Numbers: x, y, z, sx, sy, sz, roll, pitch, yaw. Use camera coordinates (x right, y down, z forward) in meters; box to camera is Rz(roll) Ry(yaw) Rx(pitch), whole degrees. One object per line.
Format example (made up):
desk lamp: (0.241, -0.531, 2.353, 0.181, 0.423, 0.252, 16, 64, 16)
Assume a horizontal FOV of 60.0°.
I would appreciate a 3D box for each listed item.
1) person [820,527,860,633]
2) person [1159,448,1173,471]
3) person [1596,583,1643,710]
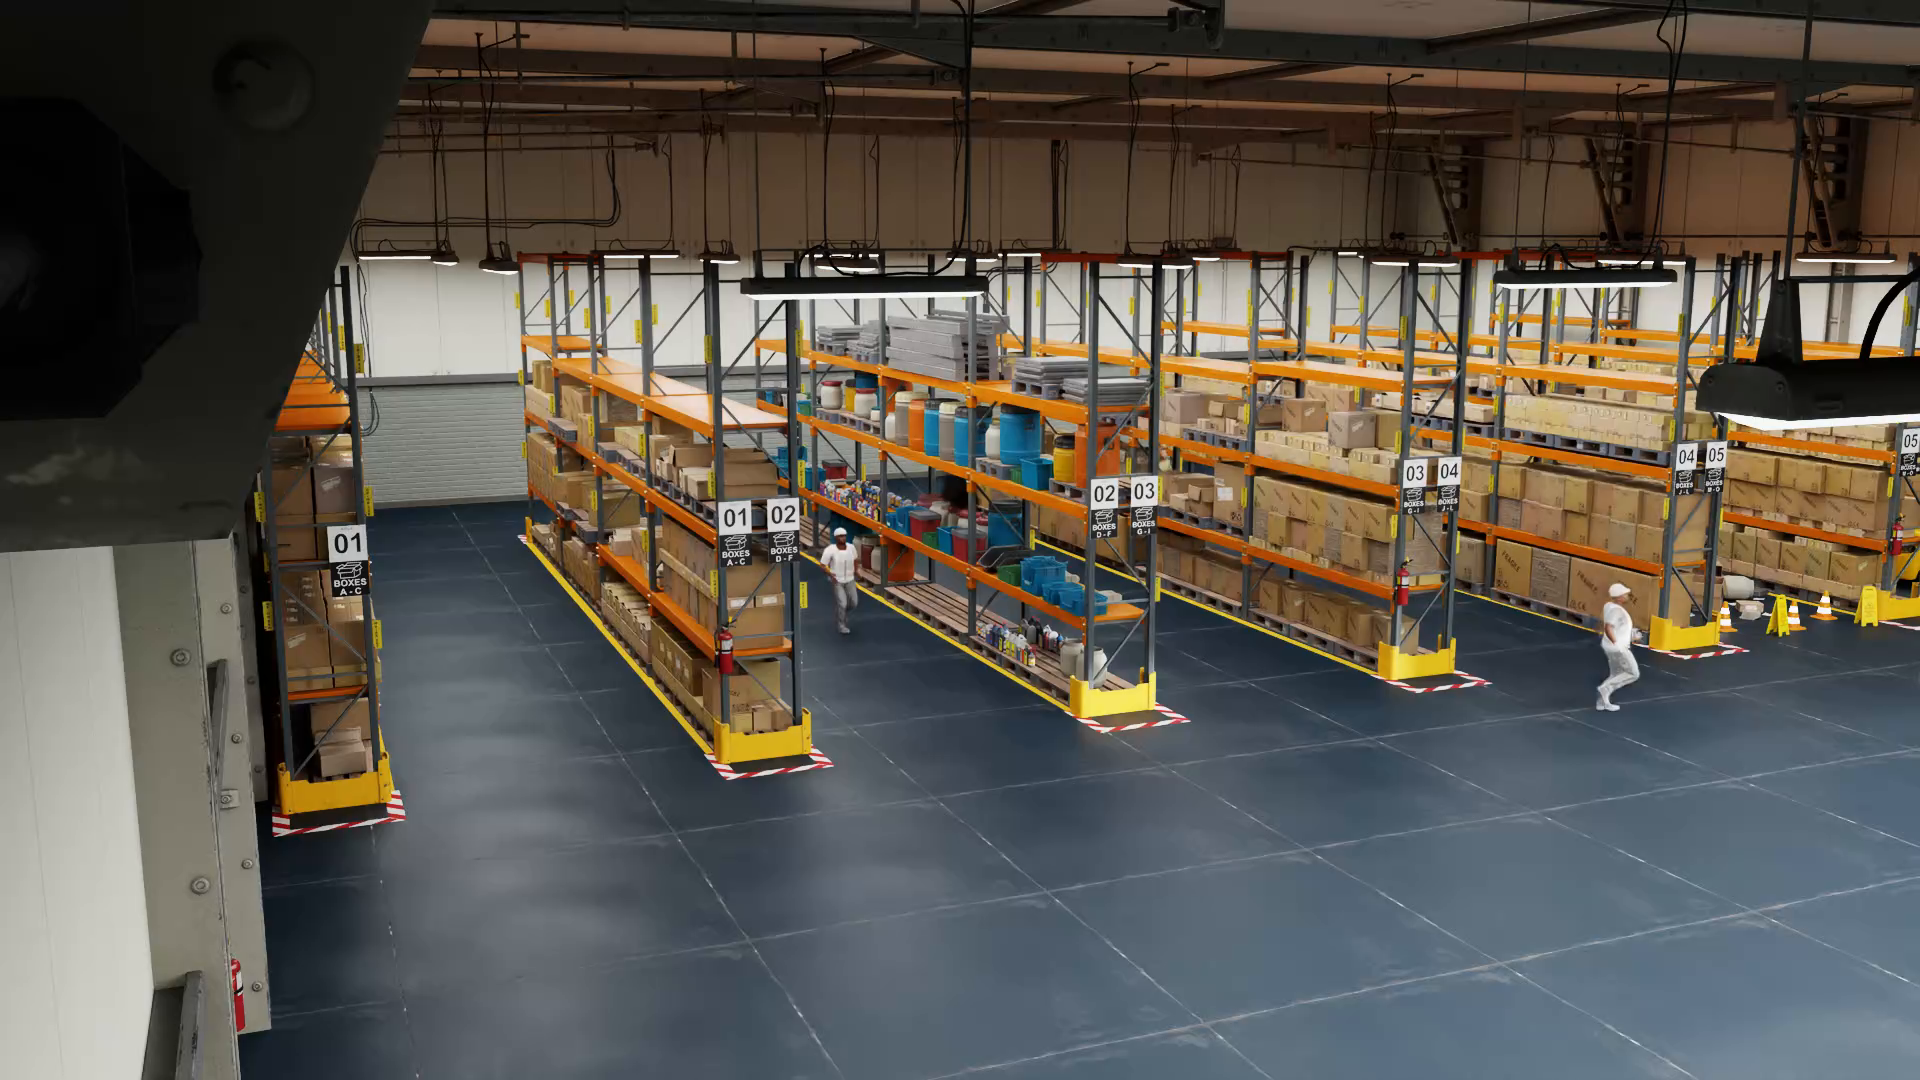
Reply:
person: (-1.898, 0.644, 26.720, 0.679, 1.721, 0.576, -6, 12, -29)
person: (4.541, -1.255, 37.284, 0.558, 1.634, 0.587, -4, 11, -19)
person: (8.861, 1.442, 22.301, 0.587, 1.737, 0.683, 2, 10, 8)
